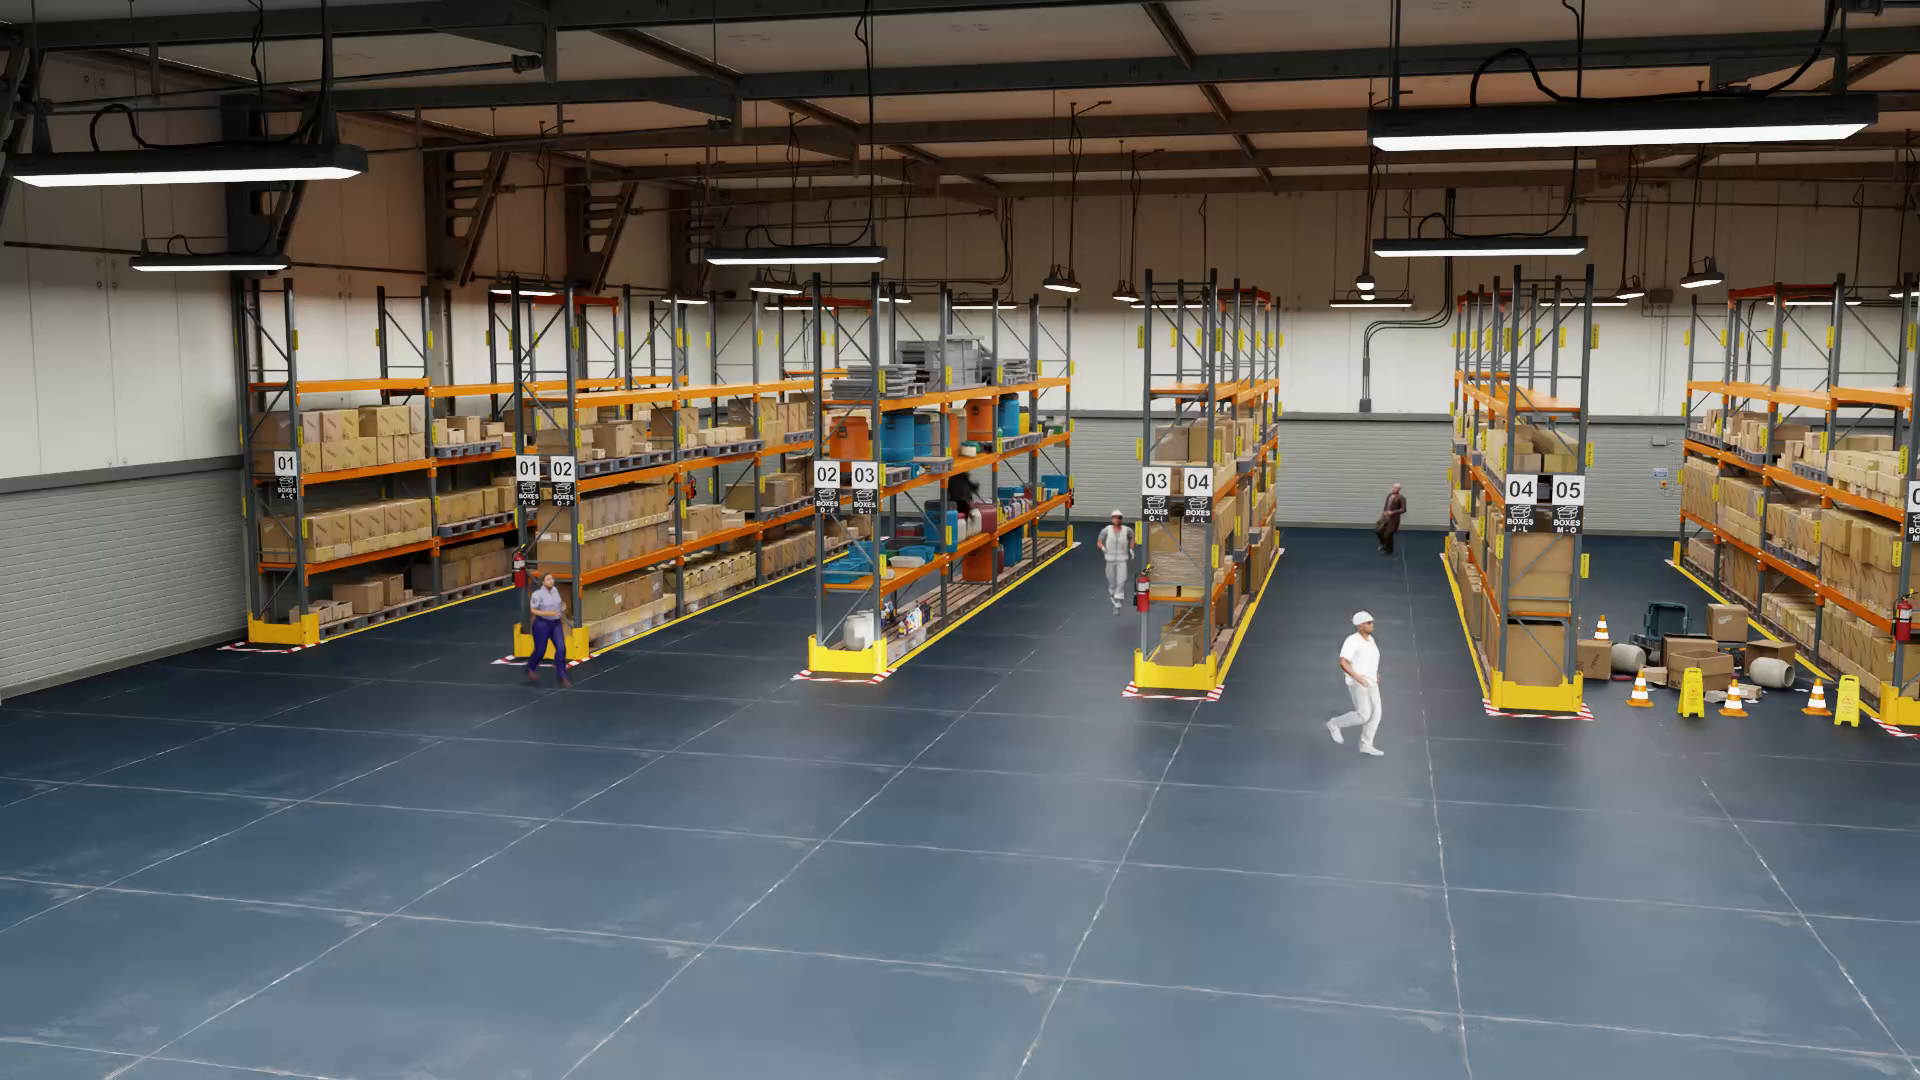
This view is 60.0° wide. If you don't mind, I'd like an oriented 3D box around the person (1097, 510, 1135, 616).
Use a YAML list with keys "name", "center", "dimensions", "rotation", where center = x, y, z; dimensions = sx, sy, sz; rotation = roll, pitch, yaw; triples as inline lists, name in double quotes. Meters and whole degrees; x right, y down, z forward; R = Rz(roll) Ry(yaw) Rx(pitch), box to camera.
- name: "person"
  center: [2.681, 0.391, 28.622]
  dimensions: [0.649, 1.823, 0.937]
  rotation: [1, 7, 9]

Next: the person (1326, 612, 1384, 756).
- name: "person"
  center: [4.841, 1.731, 20.235]
  dimensions: [0.723, 1.740, 0.706]
  rotation: [6, 9, 42]

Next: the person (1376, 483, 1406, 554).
- name: "person"
  center: [10.040, -0.480, 38.669]
  dimensions: [0.629, 1.696, 0.719]
  rotation: [-6, 9, -39]

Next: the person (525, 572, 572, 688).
- name: "person"
  center: [-6.009, 1.302, 24.177]
  dimensions: [0.846, 1.706, 0.621]
  rotation: [6, 9, 39]
